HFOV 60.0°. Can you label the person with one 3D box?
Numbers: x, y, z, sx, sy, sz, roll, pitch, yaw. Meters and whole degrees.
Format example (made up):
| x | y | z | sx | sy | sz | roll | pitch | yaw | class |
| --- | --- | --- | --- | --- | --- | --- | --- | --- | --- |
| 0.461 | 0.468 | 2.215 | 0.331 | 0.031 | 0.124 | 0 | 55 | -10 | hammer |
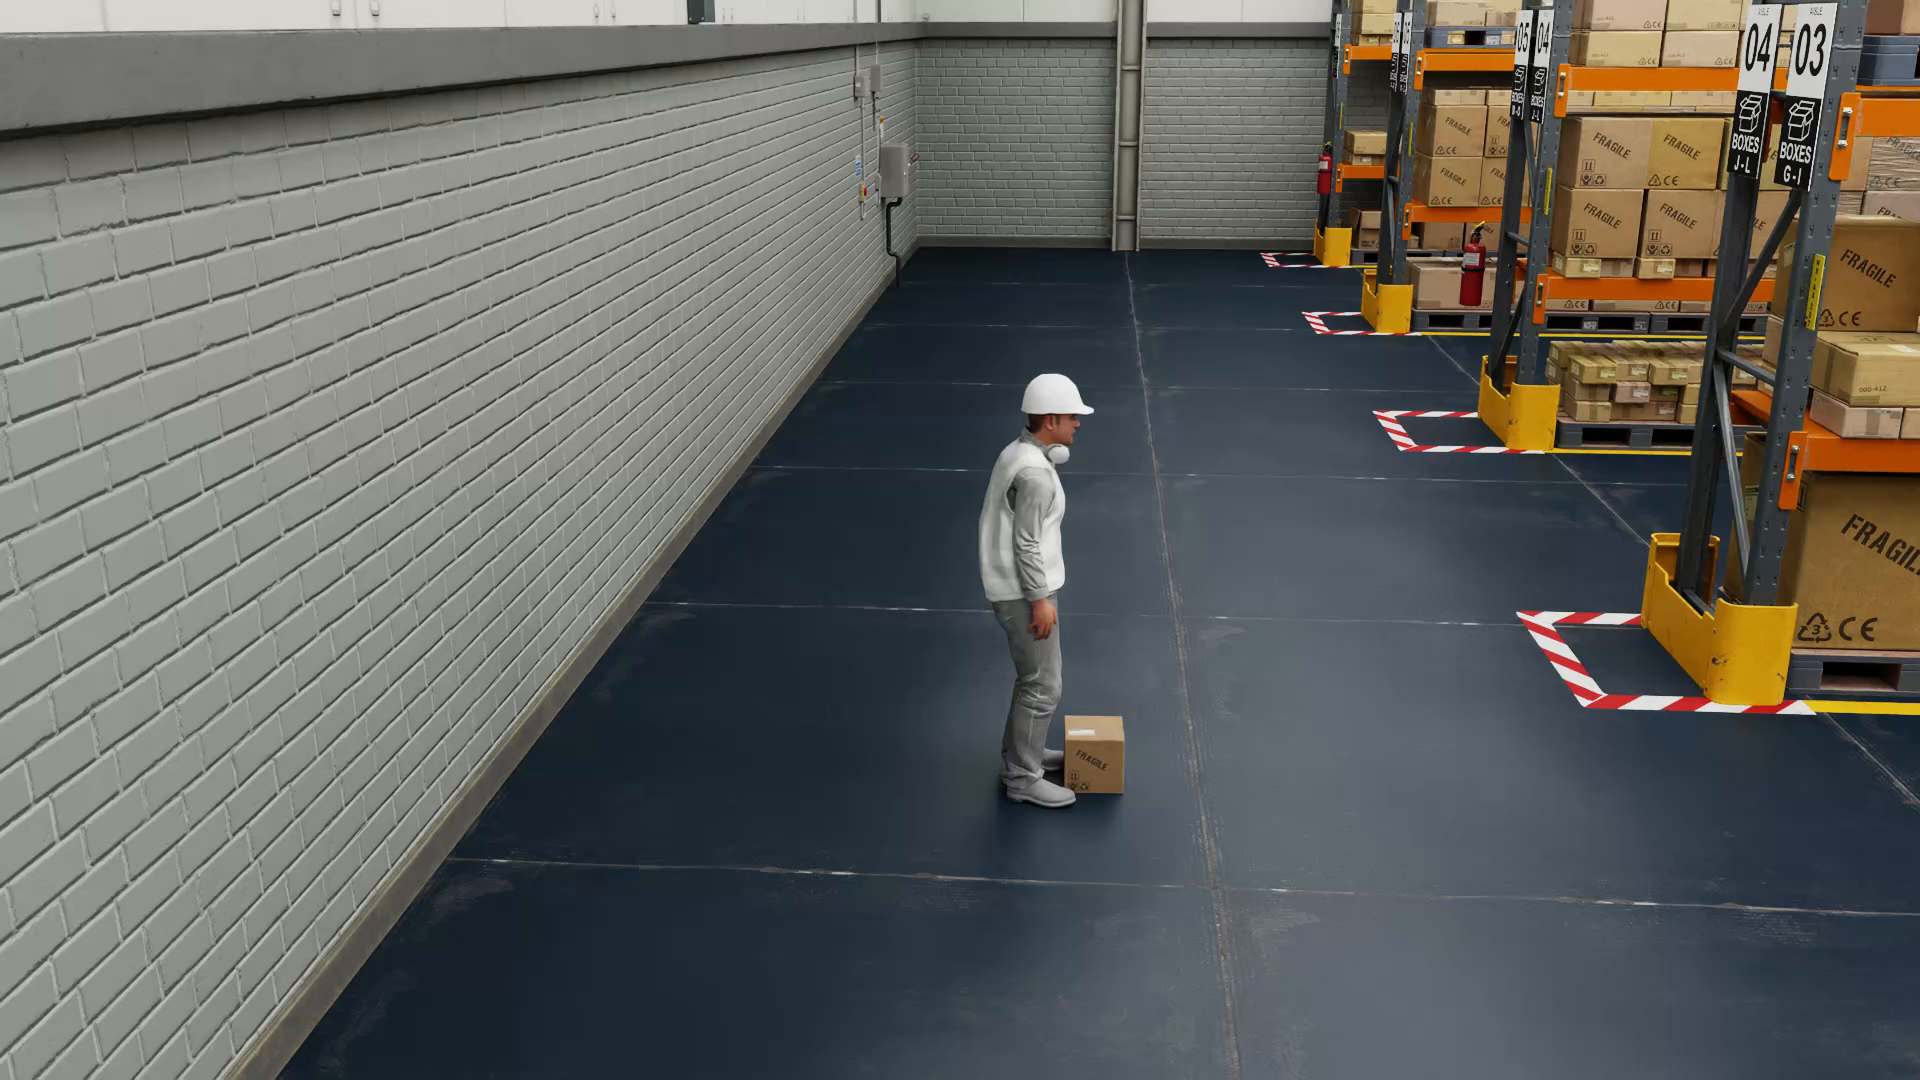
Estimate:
| x | y | z | sx | sy | sz | roll | pitch | yaw | class |
| --- | --- | --- | --- | --- | --- | --- | --- | --- | --- |
| 0.308 | 0.188 | 6.906 | 0.465 | 1.769 | 0.581 | 0 | 17 | 1 | person |
